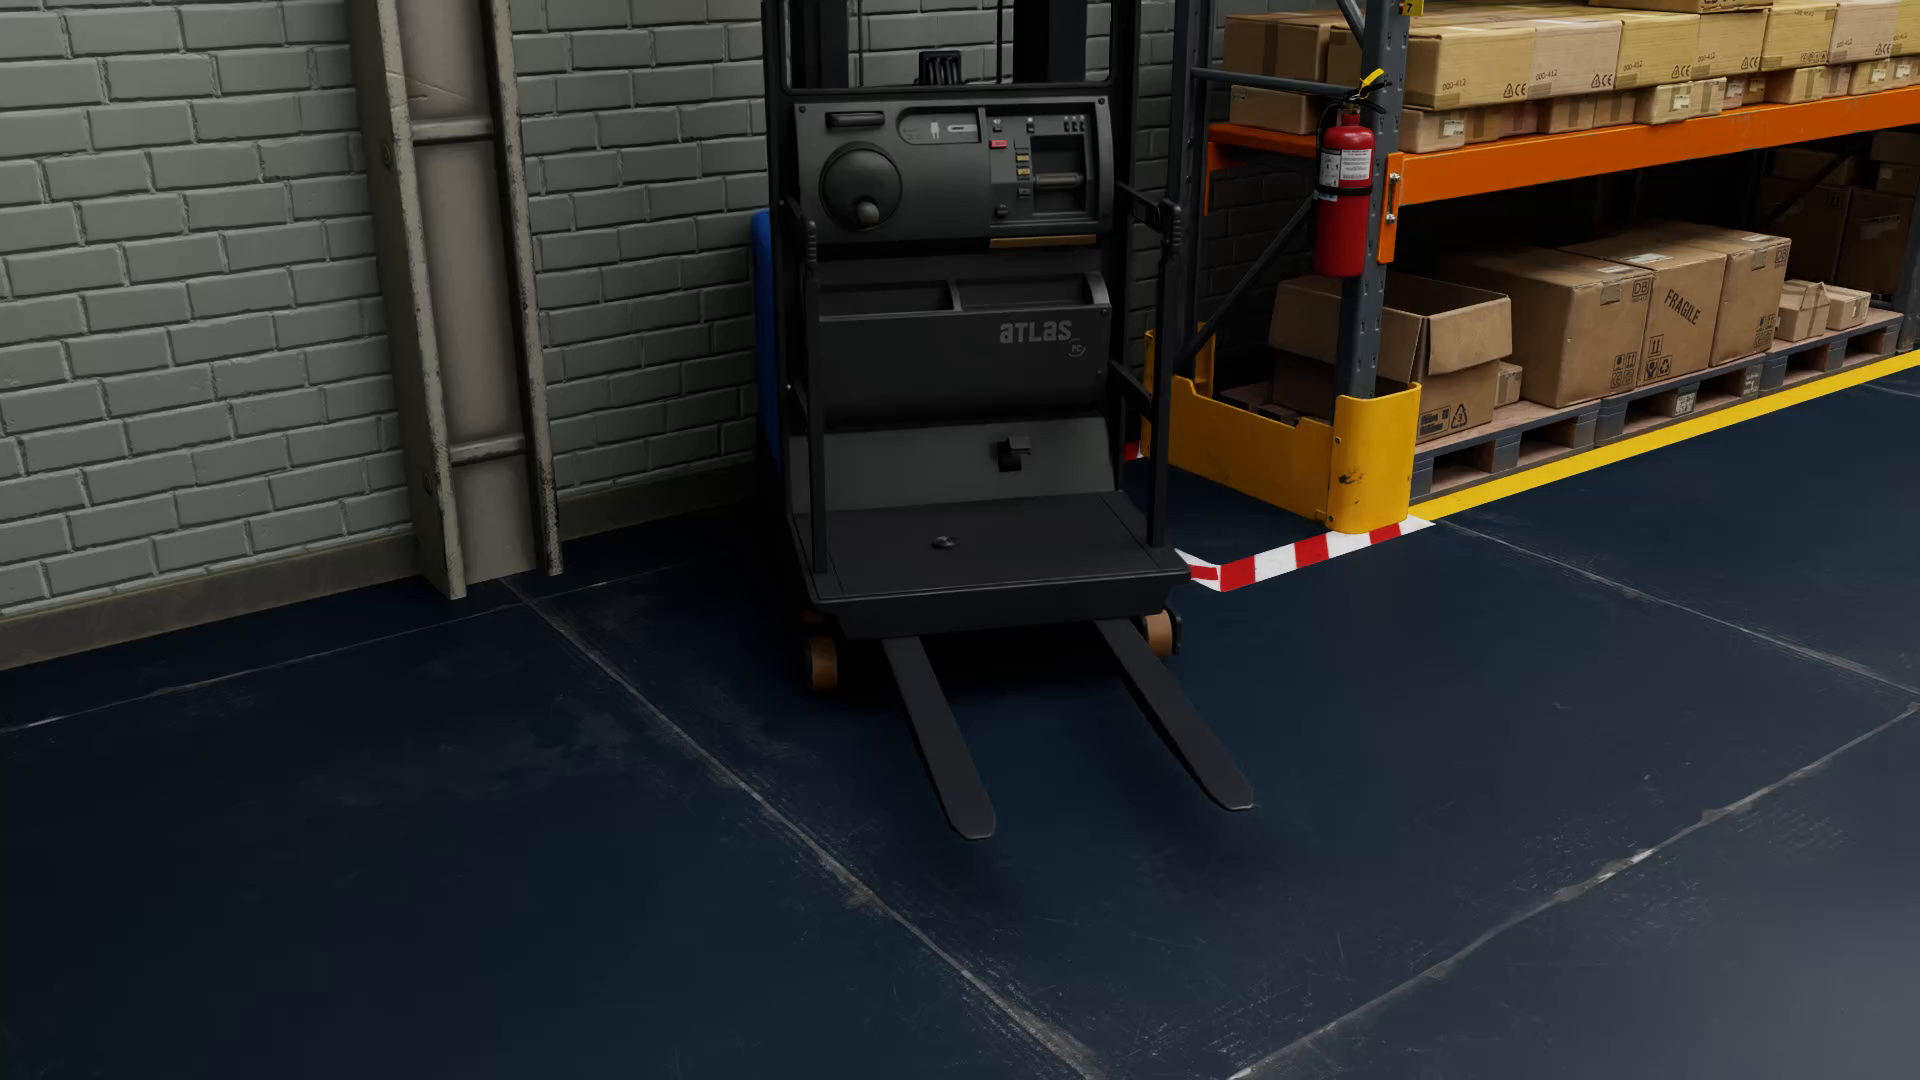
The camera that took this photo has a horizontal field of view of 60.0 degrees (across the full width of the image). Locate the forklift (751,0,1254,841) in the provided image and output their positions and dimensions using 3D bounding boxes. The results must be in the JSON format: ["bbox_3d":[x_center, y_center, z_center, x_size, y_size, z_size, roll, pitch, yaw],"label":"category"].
[{"bbox_3d":[0.034,-1.072,4.628,1.130,2.935,3.031,-4,22,-11],"label":"forklift"}]

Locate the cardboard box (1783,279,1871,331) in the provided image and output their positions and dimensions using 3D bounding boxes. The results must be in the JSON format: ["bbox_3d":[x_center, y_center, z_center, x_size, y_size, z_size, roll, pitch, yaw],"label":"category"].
[{"bbox_3d":[4.095,-1.127,7.953,0.250,0.149,0.380,-16,27,-34],"label":"cardboard box"}]

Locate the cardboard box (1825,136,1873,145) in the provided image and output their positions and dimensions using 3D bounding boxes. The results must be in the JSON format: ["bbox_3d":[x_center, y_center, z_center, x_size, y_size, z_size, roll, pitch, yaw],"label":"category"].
[{"bbox_3d":[4.909,-2.080,8.993,0.250,0.149,0.380,-15,26,-32],"label":"cardboard box"}]

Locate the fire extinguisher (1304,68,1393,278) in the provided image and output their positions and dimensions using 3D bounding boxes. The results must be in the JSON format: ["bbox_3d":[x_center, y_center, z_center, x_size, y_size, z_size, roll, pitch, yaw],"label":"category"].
[{"bbox_3d":[1.279,-1.219,5.512,0.183,0.674,0.296,-15,26,-33],"label":"fire extinguisher"}]

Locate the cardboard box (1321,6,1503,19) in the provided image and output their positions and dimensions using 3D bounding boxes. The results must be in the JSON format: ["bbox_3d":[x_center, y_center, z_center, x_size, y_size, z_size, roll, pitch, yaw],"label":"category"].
[{"bbox_3d":[1.766,-1.958,6.558,0.500,0.250,0.500,-15,26,-33],"label":"cardboard box"}]

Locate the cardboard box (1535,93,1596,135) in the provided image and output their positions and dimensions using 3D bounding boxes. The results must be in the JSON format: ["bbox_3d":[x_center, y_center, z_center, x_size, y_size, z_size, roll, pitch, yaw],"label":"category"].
[{"bbox_3d":[2.169,-1.644,6.307,0.250,0.149,0.380,-14,26,-31],"label":"cardboard box"}]

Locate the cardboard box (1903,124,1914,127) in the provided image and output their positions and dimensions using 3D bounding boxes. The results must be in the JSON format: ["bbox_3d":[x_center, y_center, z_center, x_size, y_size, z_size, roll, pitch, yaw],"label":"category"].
[{"bbox_3d":[5.532,-2.260,9.443,0.250,0.149,0.380,-14,26,-32],"label":"cardboard box"}]

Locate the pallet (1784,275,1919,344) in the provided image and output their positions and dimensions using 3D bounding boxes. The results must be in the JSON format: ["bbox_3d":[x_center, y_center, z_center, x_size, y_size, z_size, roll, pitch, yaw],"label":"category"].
[{"bbox_3d":[5.014,-1.357,9.013,1.213,0.211,1.003,-15,26,-33],"label":"pallet"}]

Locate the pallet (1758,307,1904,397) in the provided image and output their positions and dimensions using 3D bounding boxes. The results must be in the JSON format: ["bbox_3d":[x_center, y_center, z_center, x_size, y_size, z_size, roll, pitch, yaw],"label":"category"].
[{"bbox_3d":[3.818,-1.021,8.171,1.213,0.211,1.003,-15,26,-33],"label":"pallet"}]

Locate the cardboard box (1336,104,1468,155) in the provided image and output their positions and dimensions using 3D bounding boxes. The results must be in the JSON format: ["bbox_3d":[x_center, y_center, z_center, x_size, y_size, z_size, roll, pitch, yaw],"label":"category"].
[{"bbox_3d":[1.556,-1.471,5.875,0.250,0.149,0.380,-15,26,-33],"label":"cardboard box"}]

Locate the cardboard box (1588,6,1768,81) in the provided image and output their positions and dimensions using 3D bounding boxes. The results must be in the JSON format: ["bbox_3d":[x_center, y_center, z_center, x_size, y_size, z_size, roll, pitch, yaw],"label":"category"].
[{"bbox_3d":[2.876,-2.022,6.717,0.500,0.250,0.500,-16,27,-34],"label":"cardboard box"}]

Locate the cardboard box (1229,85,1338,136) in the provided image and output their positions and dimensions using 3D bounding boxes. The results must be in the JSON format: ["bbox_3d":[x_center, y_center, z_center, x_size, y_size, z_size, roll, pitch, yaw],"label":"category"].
[{"bbox_3d":[1.241,-1.635,6.285,0.250,0.149,0.380,-15,26,-33],"label":"cardboard box"}]

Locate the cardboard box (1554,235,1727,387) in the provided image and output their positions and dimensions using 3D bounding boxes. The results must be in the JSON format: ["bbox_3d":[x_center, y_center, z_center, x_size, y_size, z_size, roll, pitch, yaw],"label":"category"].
[{"bbox_3d":[2.885,-0.995,7.148,0.500,0.500,0.500,-14,26,-32],"label":"cardboard box"}]

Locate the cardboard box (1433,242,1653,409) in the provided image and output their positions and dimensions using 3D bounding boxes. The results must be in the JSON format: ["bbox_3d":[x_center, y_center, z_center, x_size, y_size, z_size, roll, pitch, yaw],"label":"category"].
[{"bbox_3d":[2.397,-0.910,6.937,0.500,0.500,0.700,-14,26,-31],"label":"cardboard box"}]

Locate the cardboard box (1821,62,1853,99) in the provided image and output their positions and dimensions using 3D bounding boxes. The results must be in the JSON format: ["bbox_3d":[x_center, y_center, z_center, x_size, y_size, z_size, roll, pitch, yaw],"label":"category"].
[{"bbox_3d":[3.640,-2.028,7.271,0.250,0.149,0.380,-14,26,-31],"label":"cardboard box"}]

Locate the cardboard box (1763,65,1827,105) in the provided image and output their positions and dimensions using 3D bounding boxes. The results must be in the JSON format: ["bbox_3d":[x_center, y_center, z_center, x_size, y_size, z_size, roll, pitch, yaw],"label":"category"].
[{"bbox_3d":[3.449,-1.964,7.111,0.250,0.149,0.380,-15,26,-34],"label":"cardboard box"}]

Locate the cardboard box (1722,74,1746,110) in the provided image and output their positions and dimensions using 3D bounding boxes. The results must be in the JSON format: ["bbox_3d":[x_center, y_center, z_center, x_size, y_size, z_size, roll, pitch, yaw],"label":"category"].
[{"bbox_3d":[3.001,-1.875,6.886,0.250,0.149,0.380,-15,26,-33],"label":"cardboard box"}]

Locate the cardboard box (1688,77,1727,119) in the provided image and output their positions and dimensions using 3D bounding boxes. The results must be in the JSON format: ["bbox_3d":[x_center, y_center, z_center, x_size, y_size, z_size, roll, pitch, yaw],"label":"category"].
[{"bbox_3d":[2.832,-1.798,6.694,0.250,0.149,0.380,-14,26,-32],"label":"cardboard box"}]

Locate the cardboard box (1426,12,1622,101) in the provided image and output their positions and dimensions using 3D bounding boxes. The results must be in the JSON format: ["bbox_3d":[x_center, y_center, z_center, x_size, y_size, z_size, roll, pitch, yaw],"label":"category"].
[{"bbox_3d":[2.063,-1.794,6.146,0.500,0.250,0.500,-15,26,-32],"label":"cardboard box"}]

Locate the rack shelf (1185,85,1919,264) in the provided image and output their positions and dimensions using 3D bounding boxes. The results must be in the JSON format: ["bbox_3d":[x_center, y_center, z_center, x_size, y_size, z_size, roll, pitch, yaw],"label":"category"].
[{"bbox_3d":[2.752,-1.698,7.075,4.000,0.370,1.077,-15,26,-33],"label":"rack shelf"}]

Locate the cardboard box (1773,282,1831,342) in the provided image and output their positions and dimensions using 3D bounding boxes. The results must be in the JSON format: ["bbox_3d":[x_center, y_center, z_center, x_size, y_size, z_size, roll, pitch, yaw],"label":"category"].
[{"bbox_3d":[3.805,-1.104,7.738,0.258,0.266,0.396,-14,26,-31],"label":"cardboard box"}]

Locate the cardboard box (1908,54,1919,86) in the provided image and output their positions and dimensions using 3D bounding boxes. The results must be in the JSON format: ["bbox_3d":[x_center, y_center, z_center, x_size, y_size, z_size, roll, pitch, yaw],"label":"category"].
[{"bbox_3d":[4.264,-2.203,7.709,0.250,0.149,0.380,-15,26,-32],"label":"cardboard box"}]

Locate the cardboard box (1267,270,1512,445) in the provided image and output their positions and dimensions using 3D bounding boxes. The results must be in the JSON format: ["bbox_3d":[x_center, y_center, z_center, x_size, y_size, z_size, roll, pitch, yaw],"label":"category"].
[{"bbox_3d":[1.680,-0.739,6.502,0.637,0.503,0.797,-16,27,-35],"label":"cardboard box"}]

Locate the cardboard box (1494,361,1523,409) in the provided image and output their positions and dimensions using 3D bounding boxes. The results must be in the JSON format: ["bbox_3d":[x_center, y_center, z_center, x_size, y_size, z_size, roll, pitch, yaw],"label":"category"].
[{"bbox_3d":[2.048,-0.654,6.768,0.250,0.149,0.380,-16,27,-35],"label":"cardboard box"}]

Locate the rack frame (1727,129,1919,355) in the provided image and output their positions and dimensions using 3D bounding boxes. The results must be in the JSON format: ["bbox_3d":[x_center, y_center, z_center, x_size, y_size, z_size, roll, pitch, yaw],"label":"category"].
[{"bbox_3d":[4.376,-2.465,8.026,0.127,3.000,1.000,-15,26,-33],"label":"rack frame"}]

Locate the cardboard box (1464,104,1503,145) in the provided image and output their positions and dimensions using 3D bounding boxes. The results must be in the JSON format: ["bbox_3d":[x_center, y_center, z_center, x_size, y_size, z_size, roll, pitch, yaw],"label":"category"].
[{"bbox_3d":[1.735,-1.540,6.047,0.250,0.149,0.380,-14,26,-32],"label":"cardboard box"}]

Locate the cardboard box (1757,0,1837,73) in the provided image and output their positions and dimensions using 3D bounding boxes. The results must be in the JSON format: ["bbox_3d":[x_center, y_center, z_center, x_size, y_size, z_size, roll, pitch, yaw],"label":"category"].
[{"bbox_3d":[3.294,-2.133,6.995,0.500,0.250,0.500,-15,26,-33],"label":"cardboard box"}]

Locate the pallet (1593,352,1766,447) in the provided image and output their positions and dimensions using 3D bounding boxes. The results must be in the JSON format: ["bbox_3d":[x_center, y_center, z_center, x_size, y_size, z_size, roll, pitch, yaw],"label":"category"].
[{"bbox_3d":[2.826,-0.756,7.506,1.213,0.211,1.003,-15,26,-33],"label":"pallet"}]

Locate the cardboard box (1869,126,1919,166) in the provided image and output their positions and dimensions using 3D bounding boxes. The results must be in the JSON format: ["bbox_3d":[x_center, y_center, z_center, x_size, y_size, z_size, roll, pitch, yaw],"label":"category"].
[{"bbox_3d":[4.787,-1.954,8.276,0.250,0.149,0.380,-15,26,-34],"label":"cardboard box"}]

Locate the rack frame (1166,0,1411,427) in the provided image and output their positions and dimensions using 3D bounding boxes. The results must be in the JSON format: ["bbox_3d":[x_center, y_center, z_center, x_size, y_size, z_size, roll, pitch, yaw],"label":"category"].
[{"bbox_3d":[1.129,-1.599,5.856,0.127,3.000,1.000,-15,26,-33],"label":"rack frame"}]

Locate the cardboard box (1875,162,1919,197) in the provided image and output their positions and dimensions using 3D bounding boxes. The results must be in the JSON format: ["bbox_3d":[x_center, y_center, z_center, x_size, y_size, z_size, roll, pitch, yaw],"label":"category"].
[{"bbox_3d":[4.822,-1.798,8.285,0.250,0.149,0.380,-14,25,-30],"label":"cardboard box"}]

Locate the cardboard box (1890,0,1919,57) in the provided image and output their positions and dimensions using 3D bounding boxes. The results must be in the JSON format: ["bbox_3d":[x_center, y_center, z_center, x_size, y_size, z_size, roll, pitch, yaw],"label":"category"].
[{"bbox_3d":[4.105,-2.350,7.539,0.500,0.250,0.500,-14,26,-32],"label":"cardboard box"}]

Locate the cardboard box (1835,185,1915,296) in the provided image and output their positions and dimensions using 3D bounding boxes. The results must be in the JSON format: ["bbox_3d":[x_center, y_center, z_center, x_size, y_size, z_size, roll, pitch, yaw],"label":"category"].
[{"bbox_3d":[4.900,-1.536,8.504,0.500,0.500,0.500,-14,25,-31],"label":"cardboard box"}]

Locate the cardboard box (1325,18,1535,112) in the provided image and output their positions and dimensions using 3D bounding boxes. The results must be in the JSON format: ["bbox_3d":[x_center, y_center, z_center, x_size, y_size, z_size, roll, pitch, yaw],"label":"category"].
[{"bbox_3d":[1.654,-1.685,5.872,0.500,0.250,0.500,-15,26,-33],"label":"cardboard box"}]

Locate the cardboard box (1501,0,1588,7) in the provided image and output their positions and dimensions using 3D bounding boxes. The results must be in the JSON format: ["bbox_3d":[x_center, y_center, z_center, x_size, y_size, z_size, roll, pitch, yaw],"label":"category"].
[{"bbox_3d":[2.596,-2.177,7.106,0.500,0.250,0.500,-15,26,-33],"label":"cardboard box"}]

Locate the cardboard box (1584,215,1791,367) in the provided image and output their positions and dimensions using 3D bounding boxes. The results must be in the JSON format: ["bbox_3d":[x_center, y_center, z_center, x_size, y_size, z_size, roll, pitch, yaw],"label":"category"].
[{"bbox_3d":[3.240,-1.135,7.500,0.500,0.500,0.700,-16,27,-35],"label":"cardboard box"}]

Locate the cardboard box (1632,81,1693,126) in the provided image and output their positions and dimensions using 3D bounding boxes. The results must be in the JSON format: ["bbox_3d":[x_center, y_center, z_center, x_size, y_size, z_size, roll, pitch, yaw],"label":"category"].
[{"bbox_3d":[2.630,-1.735,6.536,0.250,0.149,0.380,-16,27,-34],"label":"cardboard box"}]

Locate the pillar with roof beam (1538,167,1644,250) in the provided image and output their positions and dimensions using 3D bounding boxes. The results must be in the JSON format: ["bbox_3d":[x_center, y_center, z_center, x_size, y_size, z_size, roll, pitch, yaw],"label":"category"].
[{"bbox_3d":[5.798,-4.077,3.971,0.400,9.000,9.100,-15,26,-33],"label":"pillar with roof beam"}]

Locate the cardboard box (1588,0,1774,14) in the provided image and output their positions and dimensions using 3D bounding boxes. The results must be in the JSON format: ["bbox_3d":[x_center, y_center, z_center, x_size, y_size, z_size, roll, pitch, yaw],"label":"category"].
[{"bbox_3d":[2.872,-2.358,6.547,0.500,0.500,0.500,-14,26,-32],"label":"cardboard box"}]

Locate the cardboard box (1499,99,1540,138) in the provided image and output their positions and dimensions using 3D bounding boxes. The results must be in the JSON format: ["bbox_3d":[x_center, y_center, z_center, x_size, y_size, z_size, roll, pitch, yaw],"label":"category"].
[{"bbox_3d":[1.928,-1.607,6.216,0.250,0.149,0.380,-15,26,-34],"label":"cardboard box"}]

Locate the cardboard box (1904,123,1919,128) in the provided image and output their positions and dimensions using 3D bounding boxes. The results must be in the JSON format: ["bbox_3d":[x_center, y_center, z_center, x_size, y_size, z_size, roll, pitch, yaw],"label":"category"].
[{"bbox_3d":[5.005,-2.007,8.407,0.250,0.149,0.380,-16,27,-35],"label":"cardboard box"}]

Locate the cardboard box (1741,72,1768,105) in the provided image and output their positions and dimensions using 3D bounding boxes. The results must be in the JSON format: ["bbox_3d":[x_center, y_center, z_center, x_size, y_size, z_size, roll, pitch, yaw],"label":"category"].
[{"bbox_3d":[3.174,-1.942,7.055,0.250,0.149,0.380,-14,26,-32],"label":"cardboard box"}]

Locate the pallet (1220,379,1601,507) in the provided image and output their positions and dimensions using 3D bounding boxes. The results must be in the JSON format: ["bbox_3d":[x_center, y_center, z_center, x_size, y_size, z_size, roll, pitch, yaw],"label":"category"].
[{"bbox_3d":[1.837,-0.493,6.848,1.213,0.211,1.003,-15,26,-33],"label":"pallet"}]

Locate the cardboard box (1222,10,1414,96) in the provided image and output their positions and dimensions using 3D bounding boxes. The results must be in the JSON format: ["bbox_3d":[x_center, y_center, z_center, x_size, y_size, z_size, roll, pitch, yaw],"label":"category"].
[{"bbox_3d":[1.347,-1.847,6.279,0.500,0.250,0.500,-14,26,-31],"label":"cardboard box"}]

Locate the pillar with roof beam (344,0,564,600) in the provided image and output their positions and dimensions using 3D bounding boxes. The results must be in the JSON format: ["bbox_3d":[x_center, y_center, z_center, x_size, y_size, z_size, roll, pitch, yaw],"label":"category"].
[{"bbox_3d":[0.928,-2.778,0.716,0.400,9.000,9.100,-15,26,-33],"label":"pillar with roof beam"}]

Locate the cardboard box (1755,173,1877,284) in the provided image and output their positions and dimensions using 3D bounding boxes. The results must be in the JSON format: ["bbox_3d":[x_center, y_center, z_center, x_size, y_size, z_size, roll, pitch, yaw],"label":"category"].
[{"bbox_3d":[4.601,-1.694,8.901,0.500,0.500,0.500,-15,26,-33],"label":"cardboard box"}]

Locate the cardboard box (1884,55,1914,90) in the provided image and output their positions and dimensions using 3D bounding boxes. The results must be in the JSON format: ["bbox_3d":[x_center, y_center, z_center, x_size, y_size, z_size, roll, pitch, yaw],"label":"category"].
[{"bbox_3d":[4.066,-2.140,7.552,0.250,0.149,0.380,-14,26,-31],"label":"cardboard box"}]

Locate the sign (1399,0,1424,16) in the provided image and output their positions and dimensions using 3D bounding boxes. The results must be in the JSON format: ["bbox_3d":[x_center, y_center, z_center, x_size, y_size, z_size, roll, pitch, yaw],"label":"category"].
[{"bbox_3d":[1.446,-1.838,5.287,0.005,0.325,0.100,-15,26,-33],"label":"sign"}]

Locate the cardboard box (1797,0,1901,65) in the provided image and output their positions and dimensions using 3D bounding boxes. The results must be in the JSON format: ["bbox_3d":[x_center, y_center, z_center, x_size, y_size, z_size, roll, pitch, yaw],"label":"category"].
[{"bbox_3d":[3.707,-2.237,7.256,0.500,0.250,0.500,-15,26,-33],"label":"cardboard box"}]

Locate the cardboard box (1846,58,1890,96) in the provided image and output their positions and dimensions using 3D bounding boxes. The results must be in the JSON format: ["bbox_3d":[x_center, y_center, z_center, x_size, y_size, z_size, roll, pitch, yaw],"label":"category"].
[{"bbox_3d":[3.869,-2.077,7.393,0.250,0.149,0.380,-14,26,-31],"label":"cardboard box"}]

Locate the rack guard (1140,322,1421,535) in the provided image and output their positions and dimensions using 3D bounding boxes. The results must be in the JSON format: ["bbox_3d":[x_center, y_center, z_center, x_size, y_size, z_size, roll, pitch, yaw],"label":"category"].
[{"bbox_3d":[1.190,-0.455,6.361,0.348,0.500,1.175,-15,26,-33],"label":"rack guard"}]

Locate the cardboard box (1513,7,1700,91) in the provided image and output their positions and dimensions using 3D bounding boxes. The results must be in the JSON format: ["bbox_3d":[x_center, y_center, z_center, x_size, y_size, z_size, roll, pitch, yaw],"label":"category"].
[{"bbox_3d":[2.473,-1.905,6.423,0.500,0.250,0.500,-16,26,-34],"label":"cardboard box"}]

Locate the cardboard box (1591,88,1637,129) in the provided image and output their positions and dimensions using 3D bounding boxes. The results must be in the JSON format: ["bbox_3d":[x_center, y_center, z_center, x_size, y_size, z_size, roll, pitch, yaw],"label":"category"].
[{"bbox_3d":[2.381,-1.703,6.455,0.250,0.149,0.380,-14,26,-32],"label":"cardboard box"}]

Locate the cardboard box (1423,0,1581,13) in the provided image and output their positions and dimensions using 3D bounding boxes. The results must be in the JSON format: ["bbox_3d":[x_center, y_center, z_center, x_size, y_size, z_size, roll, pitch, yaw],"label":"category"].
[{"bbox_3d":[2.171,-2.064,6.823,0.500,0.250,0.500,-14,26,-31],"label":"cardboard box"}]

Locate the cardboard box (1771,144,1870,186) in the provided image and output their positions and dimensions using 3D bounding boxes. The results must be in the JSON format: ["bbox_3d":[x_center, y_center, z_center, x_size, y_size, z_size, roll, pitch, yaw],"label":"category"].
[{"bbox_3d":[4.506,-1.967,8.708,0.250,0.149,0.380,-16,27,-35],"label":"cardboard box"}]

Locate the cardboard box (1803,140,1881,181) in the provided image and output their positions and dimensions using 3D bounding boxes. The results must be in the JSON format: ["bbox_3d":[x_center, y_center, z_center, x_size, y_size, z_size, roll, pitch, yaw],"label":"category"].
[{"bbox_3d":[4.716,-2.025,8.855,0.250,0.149,0.380,-15,26,-33],"label":"cardboard box"}]

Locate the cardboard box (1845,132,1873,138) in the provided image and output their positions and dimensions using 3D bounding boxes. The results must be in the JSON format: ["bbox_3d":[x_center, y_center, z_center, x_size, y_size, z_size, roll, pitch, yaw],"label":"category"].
[{"bbox_3d":[5.101,-2.144,9.152,0.250,0.149,0.380,-16,27,-35],"label":"cardboard box"}]
